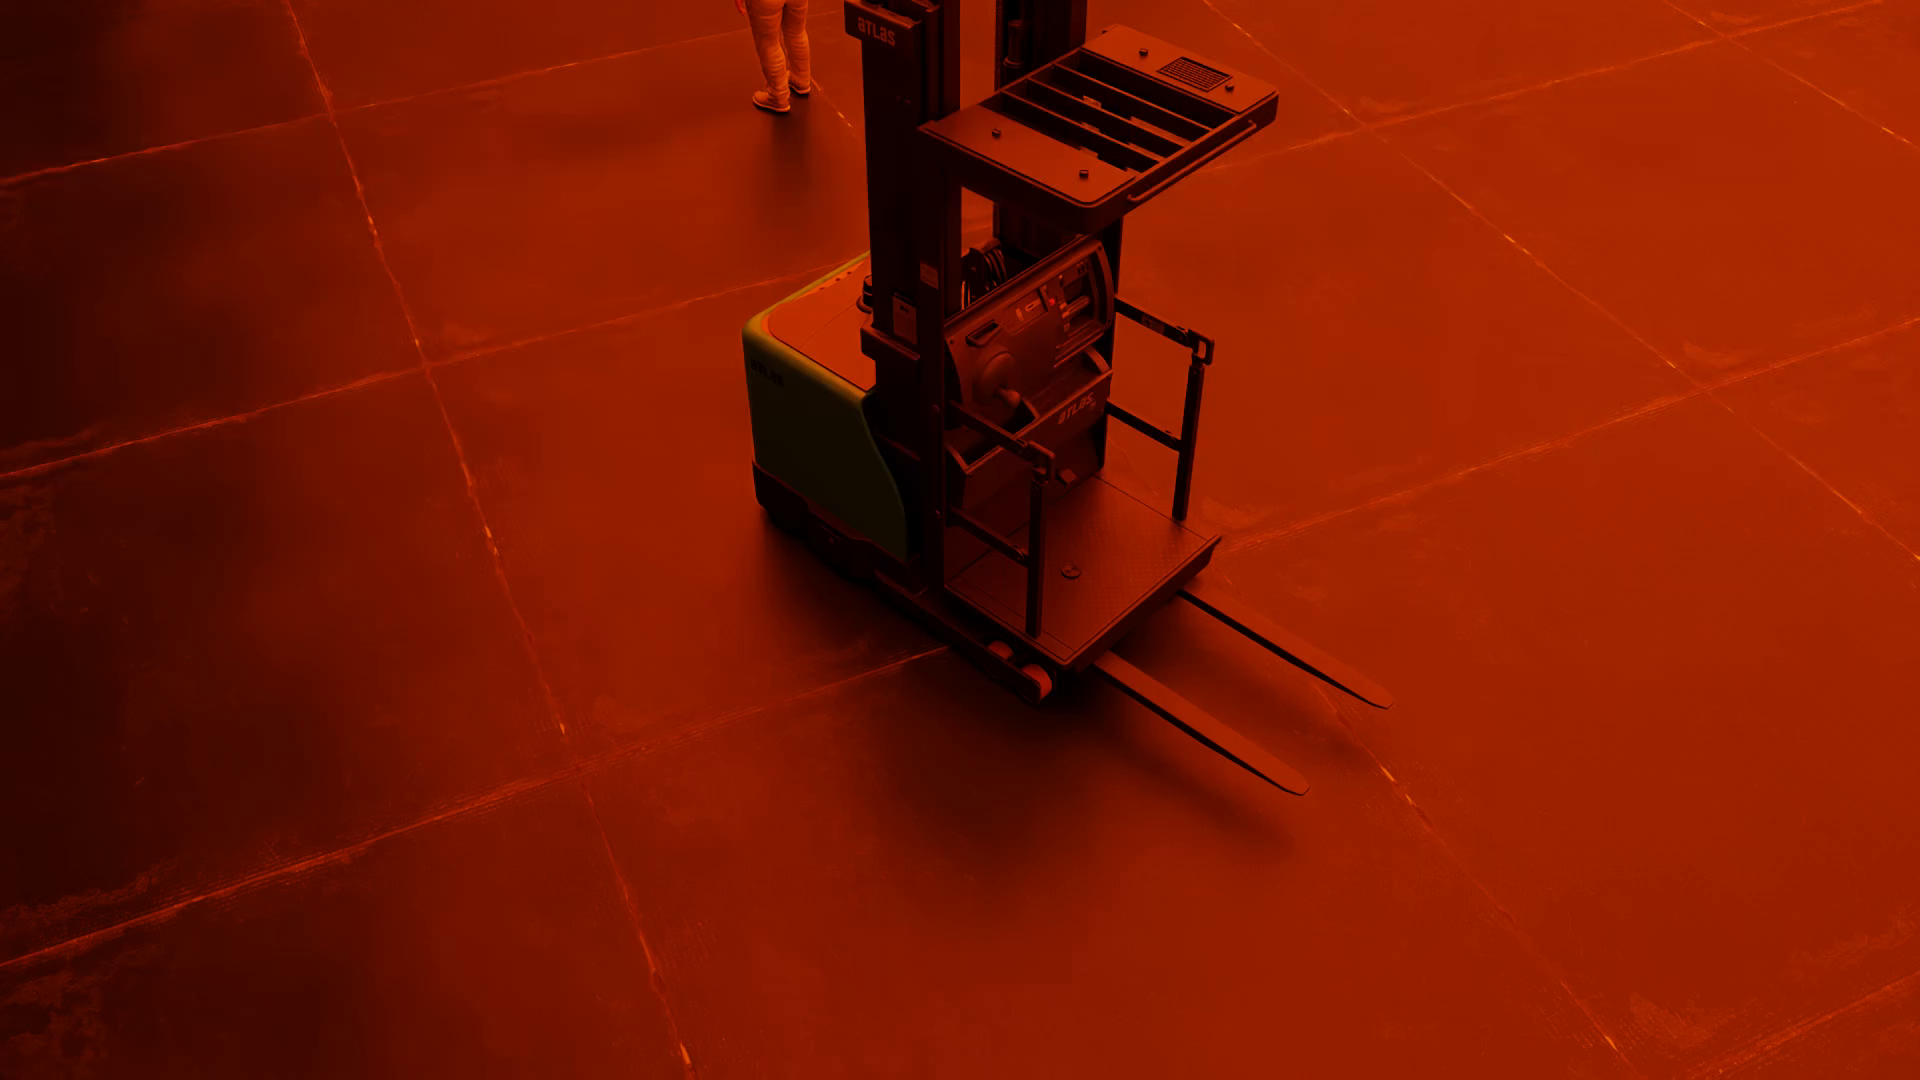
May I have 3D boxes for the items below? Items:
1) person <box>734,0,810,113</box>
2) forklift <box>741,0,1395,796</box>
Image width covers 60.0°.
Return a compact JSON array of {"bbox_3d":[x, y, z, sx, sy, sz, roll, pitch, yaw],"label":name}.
[{"bbox_3d":[-1.179,-3.467,10.312,0.598,1.670,0.529,-31,51,-29],"label":"person"},{"bbox_3d":[0.445,-0.788,6.525,3.031,2.935,1.130,32,52,30],"label":"forklift"}]
